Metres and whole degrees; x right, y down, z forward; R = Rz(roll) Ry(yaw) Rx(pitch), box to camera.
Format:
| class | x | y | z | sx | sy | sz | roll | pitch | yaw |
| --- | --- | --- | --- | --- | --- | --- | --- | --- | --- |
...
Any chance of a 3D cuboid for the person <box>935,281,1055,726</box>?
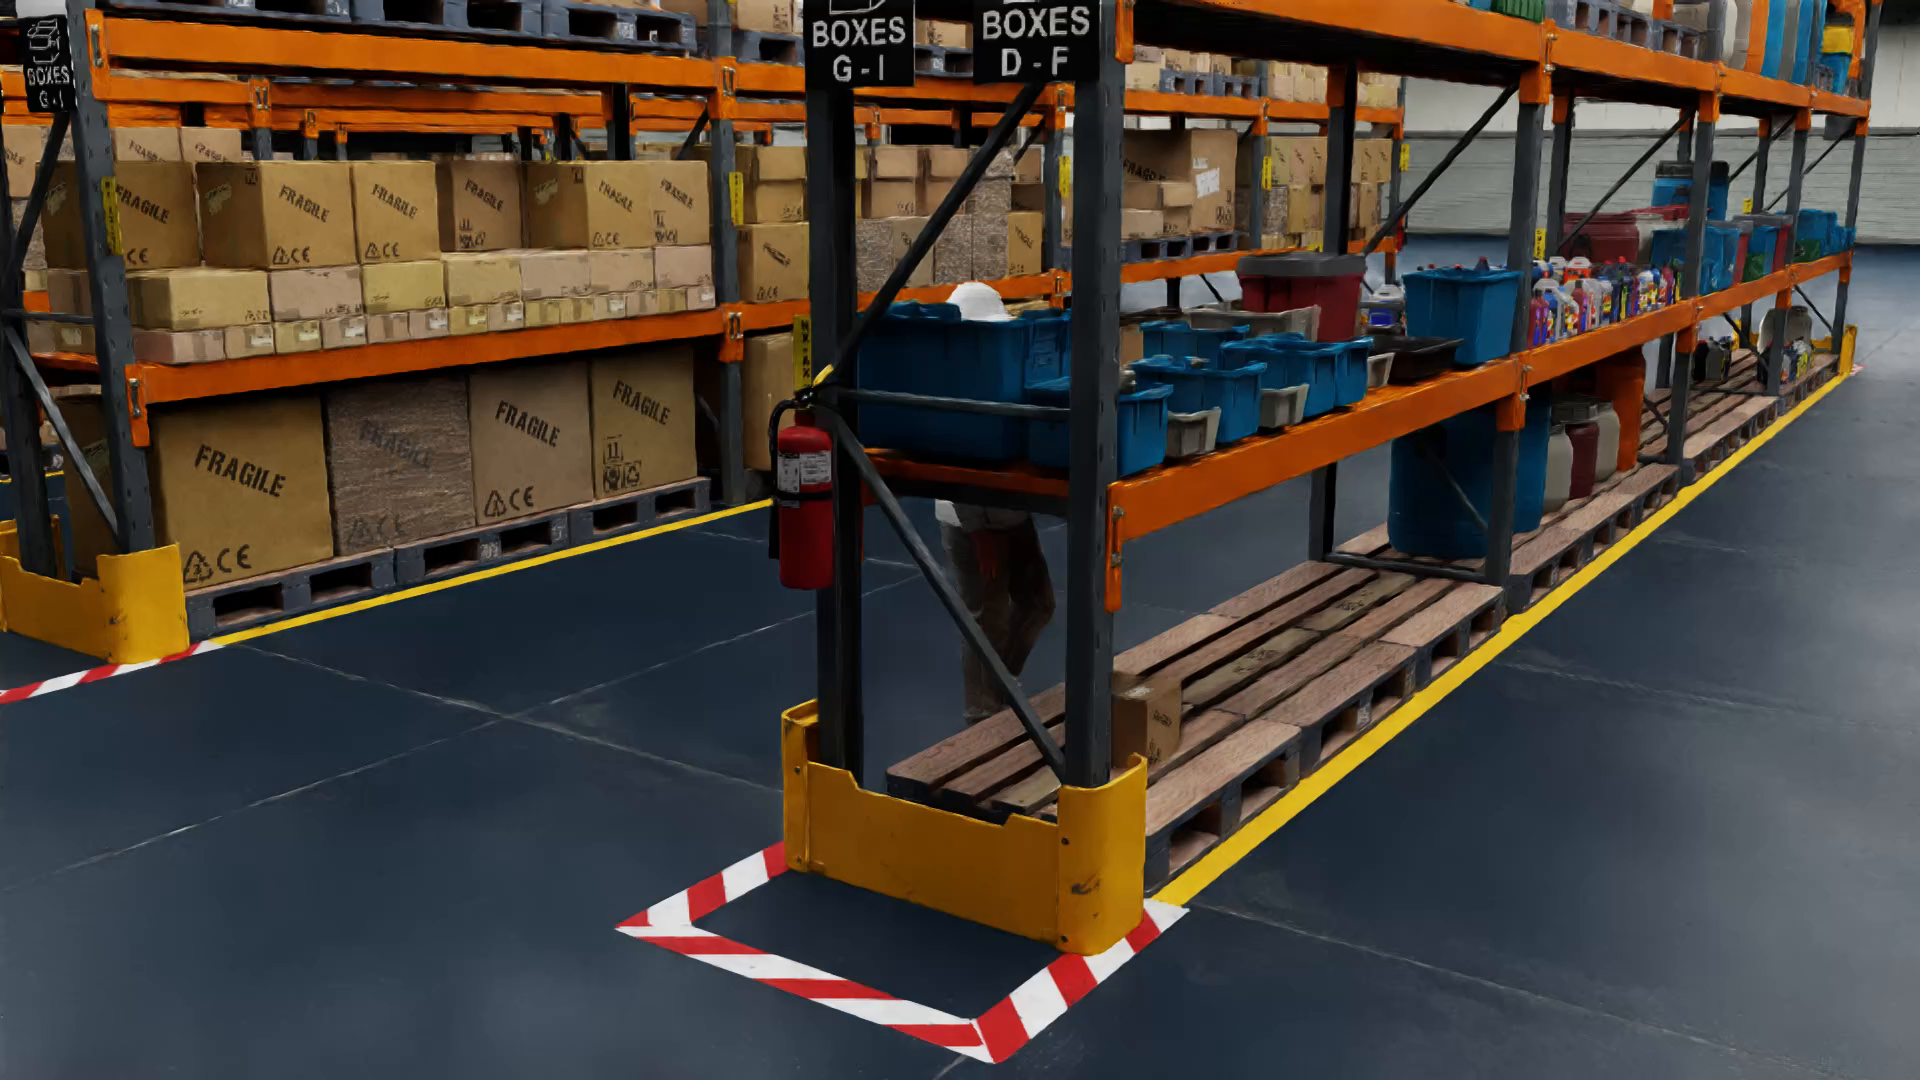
| class | x | y | z | sx | sy | sz | roll | pitch | yaw |
| --- | --- | --- | --- | --- | --- | --- | --- | --- | --- |
| person | 0.135 | -0.072 | 6.291 | 0.397 | 1.811 | 0.662 | 4 | 14 | 19 |
